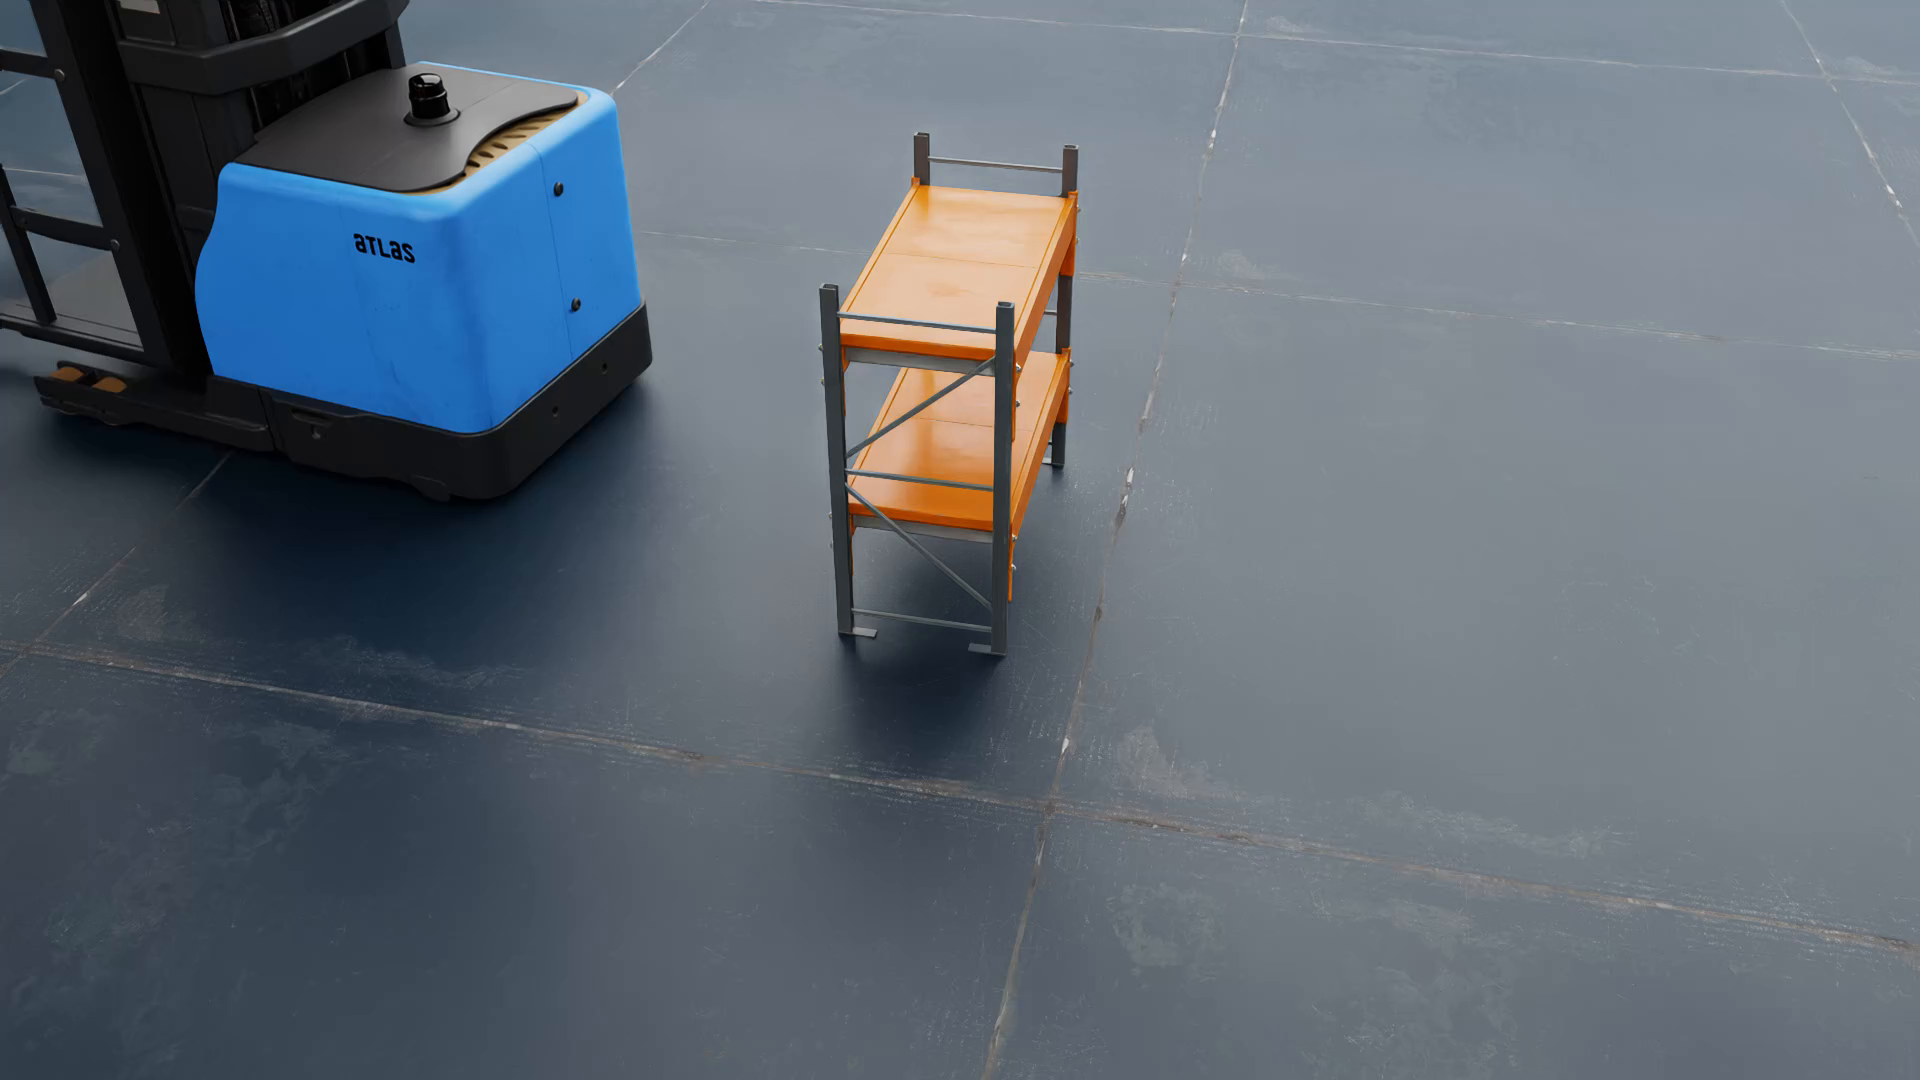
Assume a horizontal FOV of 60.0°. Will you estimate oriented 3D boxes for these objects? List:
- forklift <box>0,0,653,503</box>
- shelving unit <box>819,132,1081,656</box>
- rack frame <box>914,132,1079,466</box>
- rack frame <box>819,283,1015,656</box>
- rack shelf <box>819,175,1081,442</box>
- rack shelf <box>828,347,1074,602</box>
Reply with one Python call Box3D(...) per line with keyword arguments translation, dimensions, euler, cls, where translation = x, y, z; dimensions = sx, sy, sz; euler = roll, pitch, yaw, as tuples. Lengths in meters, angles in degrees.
Box3D(translation=(-2.682, -1.856, 5.313), dimensions=(3.031, 2.935, 1.130), euler=(13, 38, 18), cls="forklift")
Box3D(translation=(-0.001, -0.452, 4.915), dimensions=(0.538, 1.125, 1.048), euler=(7, 37, 10), cls="shelving unit")
Box3D(translation=(0.107, -0.743, 5.317), dimensions=(0.500, 1.125, 0.032), euler=(7, 37, 10), cls="rack frame")
Box3D(translation=(-0.110, -0.160, 4.512), dimensions=(0.500, 1.125, 0.032), euler=(7, 37, 10), cls="rack frame")
Box3D(translation=(-0.001, -0.689, 4.743), dimensions=(0.538, 0.278, 1.000), euler=(7, 37, 10), cls="rack shelf")
Box3D(translation=(-0.001, -0.254, 5.058), dimensions=(0.538, 0.278, 1.000), euler=(7, 37, 10), cls="rack shelf")
